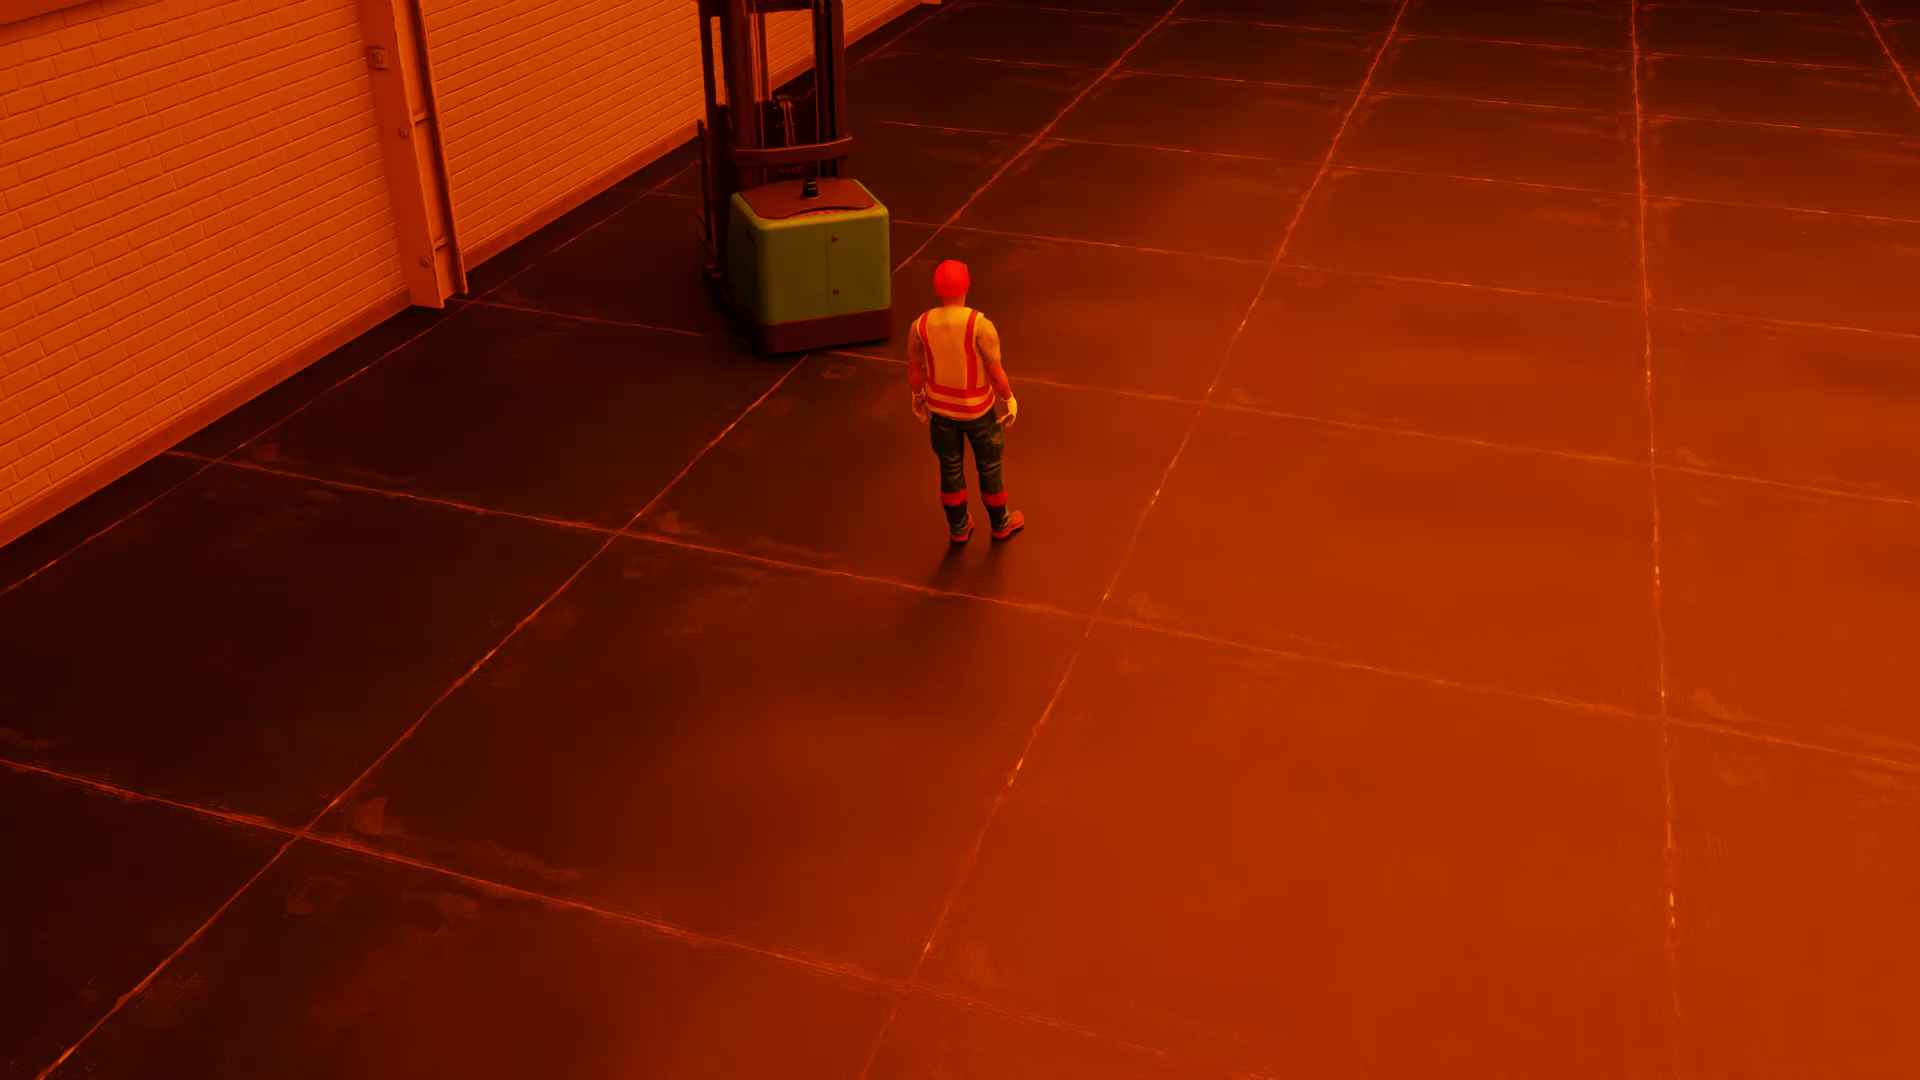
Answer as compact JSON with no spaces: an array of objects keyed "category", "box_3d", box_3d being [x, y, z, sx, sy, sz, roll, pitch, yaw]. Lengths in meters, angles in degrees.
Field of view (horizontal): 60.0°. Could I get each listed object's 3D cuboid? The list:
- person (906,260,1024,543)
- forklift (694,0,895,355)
[{"category":"person","box_3d":[0.038,-0.819,9.711,0.637,1.787,0.564,10,31,16]},{"category":"forklift","box_3d":[-1.491,-3.359,13.029,1.130,2.935,3.031,-10,31,-18]}]
